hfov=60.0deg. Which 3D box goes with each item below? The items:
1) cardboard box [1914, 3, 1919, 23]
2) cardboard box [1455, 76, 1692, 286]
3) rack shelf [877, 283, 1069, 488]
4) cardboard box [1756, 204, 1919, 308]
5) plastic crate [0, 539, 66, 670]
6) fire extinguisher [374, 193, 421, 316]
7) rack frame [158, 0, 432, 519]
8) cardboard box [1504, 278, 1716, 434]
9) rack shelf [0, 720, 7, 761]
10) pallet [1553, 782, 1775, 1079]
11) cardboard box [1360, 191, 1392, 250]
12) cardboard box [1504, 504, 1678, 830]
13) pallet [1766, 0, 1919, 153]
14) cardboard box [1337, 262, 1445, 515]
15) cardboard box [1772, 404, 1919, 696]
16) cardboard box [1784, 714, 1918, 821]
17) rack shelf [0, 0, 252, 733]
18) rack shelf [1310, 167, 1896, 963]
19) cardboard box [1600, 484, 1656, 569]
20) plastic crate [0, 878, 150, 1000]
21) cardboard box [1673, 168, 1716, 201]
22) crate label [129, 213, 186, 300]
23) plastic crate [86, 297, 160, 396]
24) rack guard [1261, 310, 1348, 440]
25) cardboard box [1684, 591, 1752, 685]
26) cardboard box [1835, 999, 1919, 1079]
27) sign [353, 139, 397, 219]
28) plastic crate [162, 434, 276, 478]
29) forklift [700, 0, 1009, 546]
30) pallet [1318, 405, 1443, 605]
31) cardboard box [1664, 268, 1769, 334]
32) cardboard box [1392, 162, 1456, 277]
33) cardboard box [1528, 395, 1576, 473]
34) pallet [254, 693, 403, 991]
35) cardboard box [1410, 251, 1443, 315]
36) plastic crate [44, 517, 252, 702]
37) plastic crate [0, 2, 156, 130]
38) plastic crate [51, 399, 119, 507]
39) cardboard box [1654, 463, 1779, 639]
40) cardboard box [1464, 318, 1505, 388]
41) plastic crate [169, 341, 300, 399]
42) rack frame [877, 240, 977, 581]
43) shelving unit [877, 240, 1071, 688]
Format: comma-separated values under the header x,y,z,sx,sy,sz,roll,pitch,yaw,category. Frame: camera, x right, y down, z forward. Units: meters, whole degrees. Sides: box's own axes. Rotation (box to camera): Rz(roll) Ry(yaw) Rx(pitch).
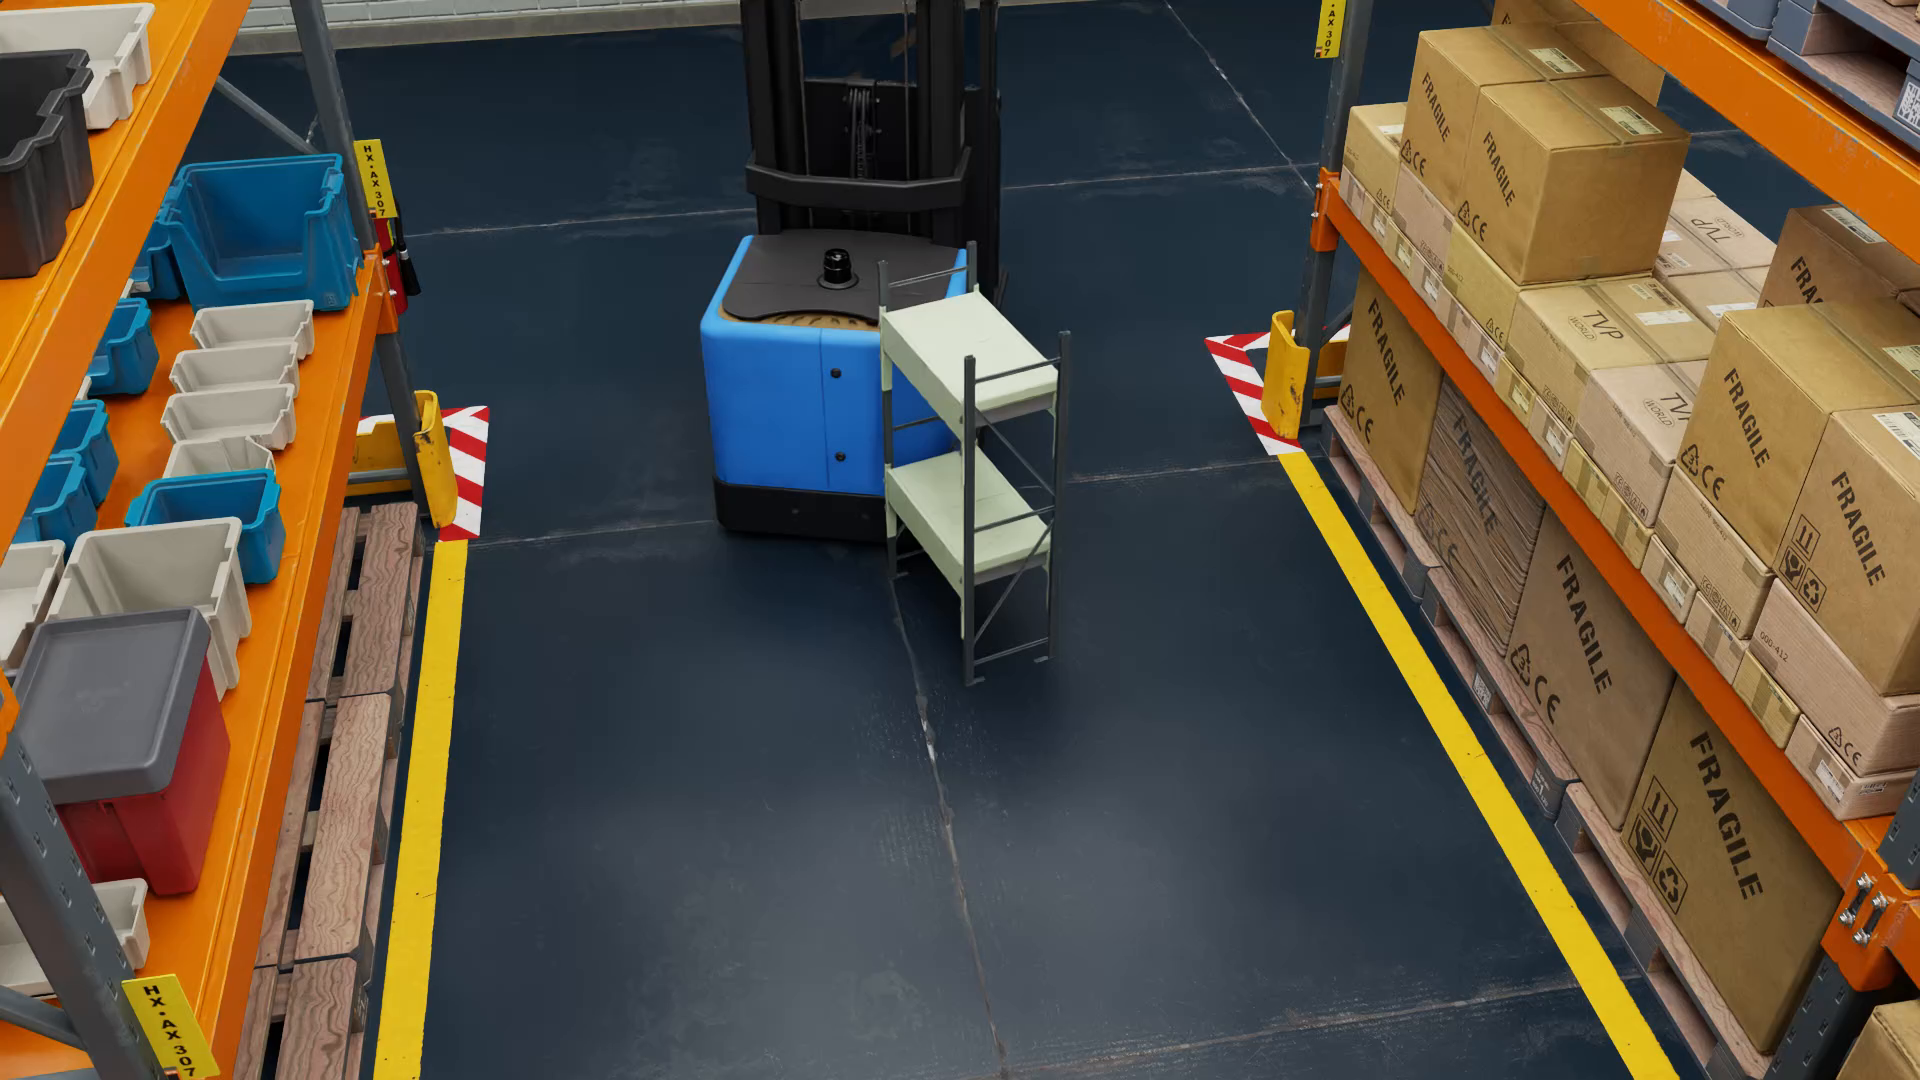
x,y,z,sx,sy,sz,roll,pitch,yaw,category
2.565,-1.283,3.507,0.700,0.500,0.500,-8,39,-11,cardboard box
2.062,-1.225,5.650,0.500,0.500,0.500,-7,38,-9,cardboard box
0.038,-0.583,6.142,0.431,0.370,0.720,-16,41,-20,rack shelf
2.754,-0.671,4.937,0.500,0.500,0.500,-7,38,-9,cardboard box
-2.716,0.206,4.706,0.293,0.136,0.466,-6,38,-8,plastic crate
-2.396,-1.233,6.759,0.296,0.674,0.183,-6,38,-8,fire extinguisher
-2.817,-1.271,6.441,1.000,3.000,0.127,-6,38,-8,rack frame
2.157,-0.611,5.472,0.500,0.250,0.500,-7,38,-9,cardboard box
-1.765,1.452,1.077,1.077,0.370,4.000,-6,38,-8,rack shelf
2.705,1.246,5.475,1.003,0.211,1.213,-6,38,-8,pallet
1.843,-1.300,6.683,0.380,0.149,0.250,-7,38,-9,cardboard box
2.566,0.335,5.764,0.875,0.875,0.875,-6,38,-8,cardboard box
2.628,-1.033,3.762,1.003,0.211,1.213,-6,38,-8,pallet
2.251,-0.753,7.163,0.875,0.875,0.875,-6,38,-8,cardboard box
2.417,0.009,4.062,0.500,0.500,0.500,-5,38,-7,cardboard box
2.385,0.562,4.286,0.380,0.149,0.250,-6,38,-8,cardboard box
-2.466,-0.964,4.187,1.077,0.370,4.000,-6,38,-8,rack shelf
2.410,-0.312,5.793,1.077,0.370,4.000,-6,38,-8,rack shelf
2.204,-0.059,5.086,0.380,0.149,0.250,-6,38,-7,cardboard box
-2.056,0.929,3.775,0.396,0.136,0.243,-6,38,-8,plastic crate
2.494,-1.291,6.347,0.500,0.250,0.500,-7,38,-9,cardboard box
-3.097,-1.044,6.237,0.416,0.233,0.303,-6,38,-8,crate label
-2.982,-0.646,5.725,0.416,0.233,0.300,-6,38,-8,plastic crate
2.056,-0.831,7.912,1.175,0.500,0.348,-6,38,-8,rack guard
2.295,0.252,4.685,0.380,0.149,0.250,-7,38,-9,cardboard box
2.893,1.670,4.045,1.225,0.875,0.875,-6,38,-8,cardboard box
-2.278,-1.404,6.480,0.100,0.325,0.005,-6,38,-8,sign
-2.316,-0.199,5.227,0.298,0.136,0.250,-6,38,-8,plastic crate
-0.351,-2.028,7.471,1.130,2.935,3.031,5,38,6,forklift
2.277,-0.228,7.372,1.003,0.211,1.213,-6,38,-8,pallet
2.679,-0.670,5.547,0.500,0.250,0.500,-6,38,-8,cardboard box
1.976,-1.230,6.268,0.500,0.250,0.500,-7,38,-9,cardboard box
2.116,-0.368,5.483,0.380,0.149,0.250,-6,38,-7,cardboard box
-2.500,1.068,5.704,1.003,0.211,1.213,-6,38,-8,pallet
1.936,-0.988,6.281,0.380,0.149,0.250,-7,38,-9,cardboard box
-2.202,0.226,4.562,0.437,0.282,0.530,-6,38,-8,plastic crate
-2.210,-1.130,4.030,0.437,0.136,0.530,-6,38,-8,plastic crate
-2.867,-0.249,5.213,0.416,0.233,0.300,-6,38,-8,plastic crate
2.332,0.003,4.681,0.500,0.250,0.500,-5,38,-7,cardboard box
2.025,-0.678,5.883,0.380,0.149,0.250,-7,38,-8,cardboard box
-2.459,-0.541,5.667,0.396,0.136,0.243,-6,38,-8,plastic crate
-0.121,-0.477,6.642,0.400,1.500,0.023,-16,41,-20,rack frame
0.038,-0.275,6.382,0.431,1.500,0.755,-16,41,-20,shelving unit
